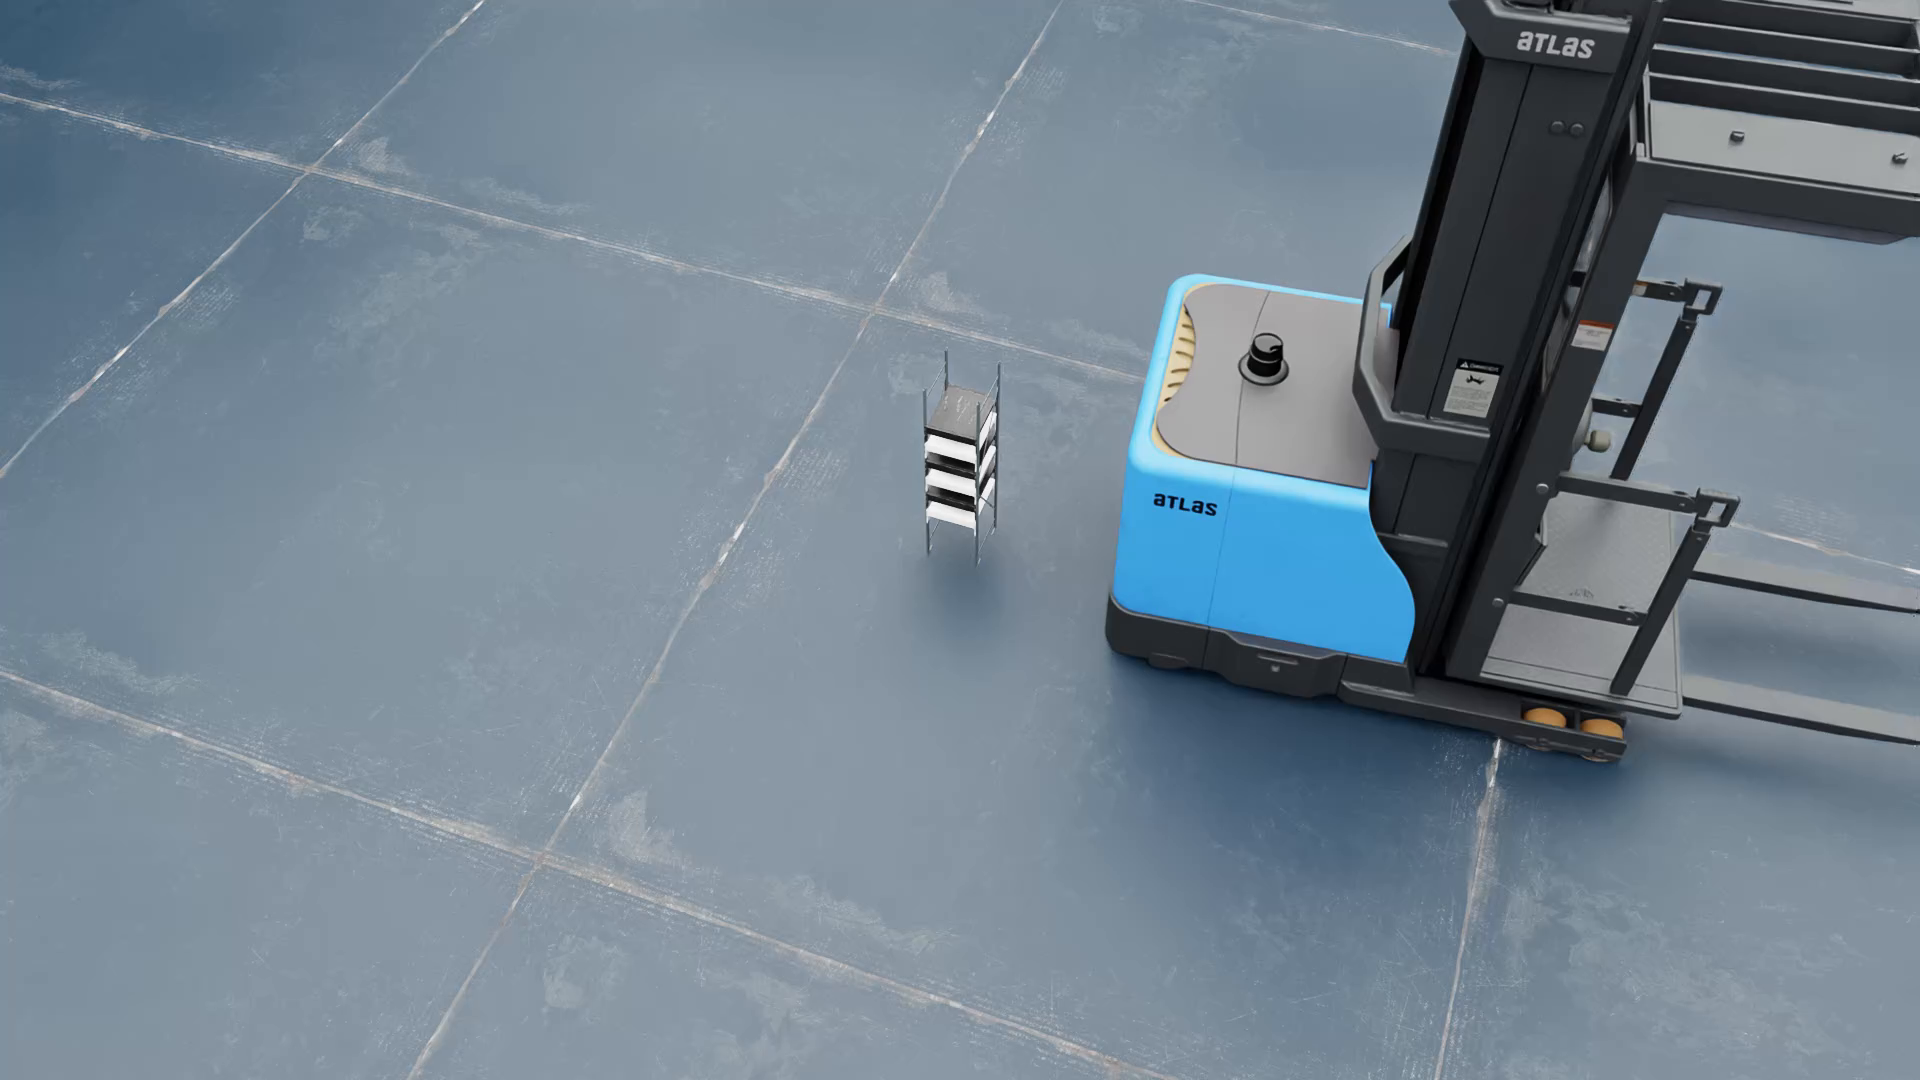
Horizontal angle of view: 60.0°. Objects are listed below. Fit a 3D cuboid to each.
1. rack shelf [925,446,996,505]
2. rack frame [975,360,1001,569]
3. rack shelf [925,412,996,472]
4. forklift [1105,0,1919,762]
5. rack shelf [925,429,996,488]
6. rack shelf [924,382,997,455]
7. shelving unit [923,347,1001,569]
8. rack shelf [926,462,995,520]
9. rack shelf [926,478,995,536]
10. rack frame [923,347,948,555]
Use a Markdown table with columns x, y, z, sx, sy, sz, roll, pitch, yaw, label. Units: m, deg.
| x | y | z | sx | sy | sz | roll | pitch | yaw | label |
| --- | --- | --- | --- | --- | --- | --- | --- | --- | --- |
| 0.008 | -0.271 | 6.300 | 0.200 | 0.077 | 0.258 | 16 | 51 | 13 | rack shelf |
| 0.103 | -0.266 | 6.252 | 0.006 | 0.900 | 0.240 | 16 | 51 | 13 | rack frame |
| 0.008 | -0.389 | 6.164 | 0.200 | 0.077 | 0.258 | 16 | 51 | 13 | rack shelf |
| 2.116 | -0.617 | 5.211 | 3.031 | 2.935 | 1.130 | 11 | 50 | 9 | forklift |
| 0.008 | -0.330 | 6.232 | 0.200 | 0.077 | 0.258 | 16 | 51 | 13 | rack shelf |
| 0.008 | -0.448 | 6.096 | 0.200 | 0.077 | 0.258 | 16 | 51 | 13 | rack shelf |
| 0.008 | -0.293 | 6.275 | 0.210 | 0.900 | 0.258 | 16 | 51 | 13 | shelving unit |
| 0.008 | -0.212 | 6.368 | 0.200 | 0.077 | 0.258 | 16 | 51 | 13 | rack shelf |
| 0.008 | -0.153 | 6.436 | 0.200 | 0.077 | 0.258 | 16 | 51 | 13 | rack shelf |
| -0.088 | -0.319 | 6.298 | 0.006 | 0.900 | 0.240 | 16 | 51 | 13 | rack frame |
